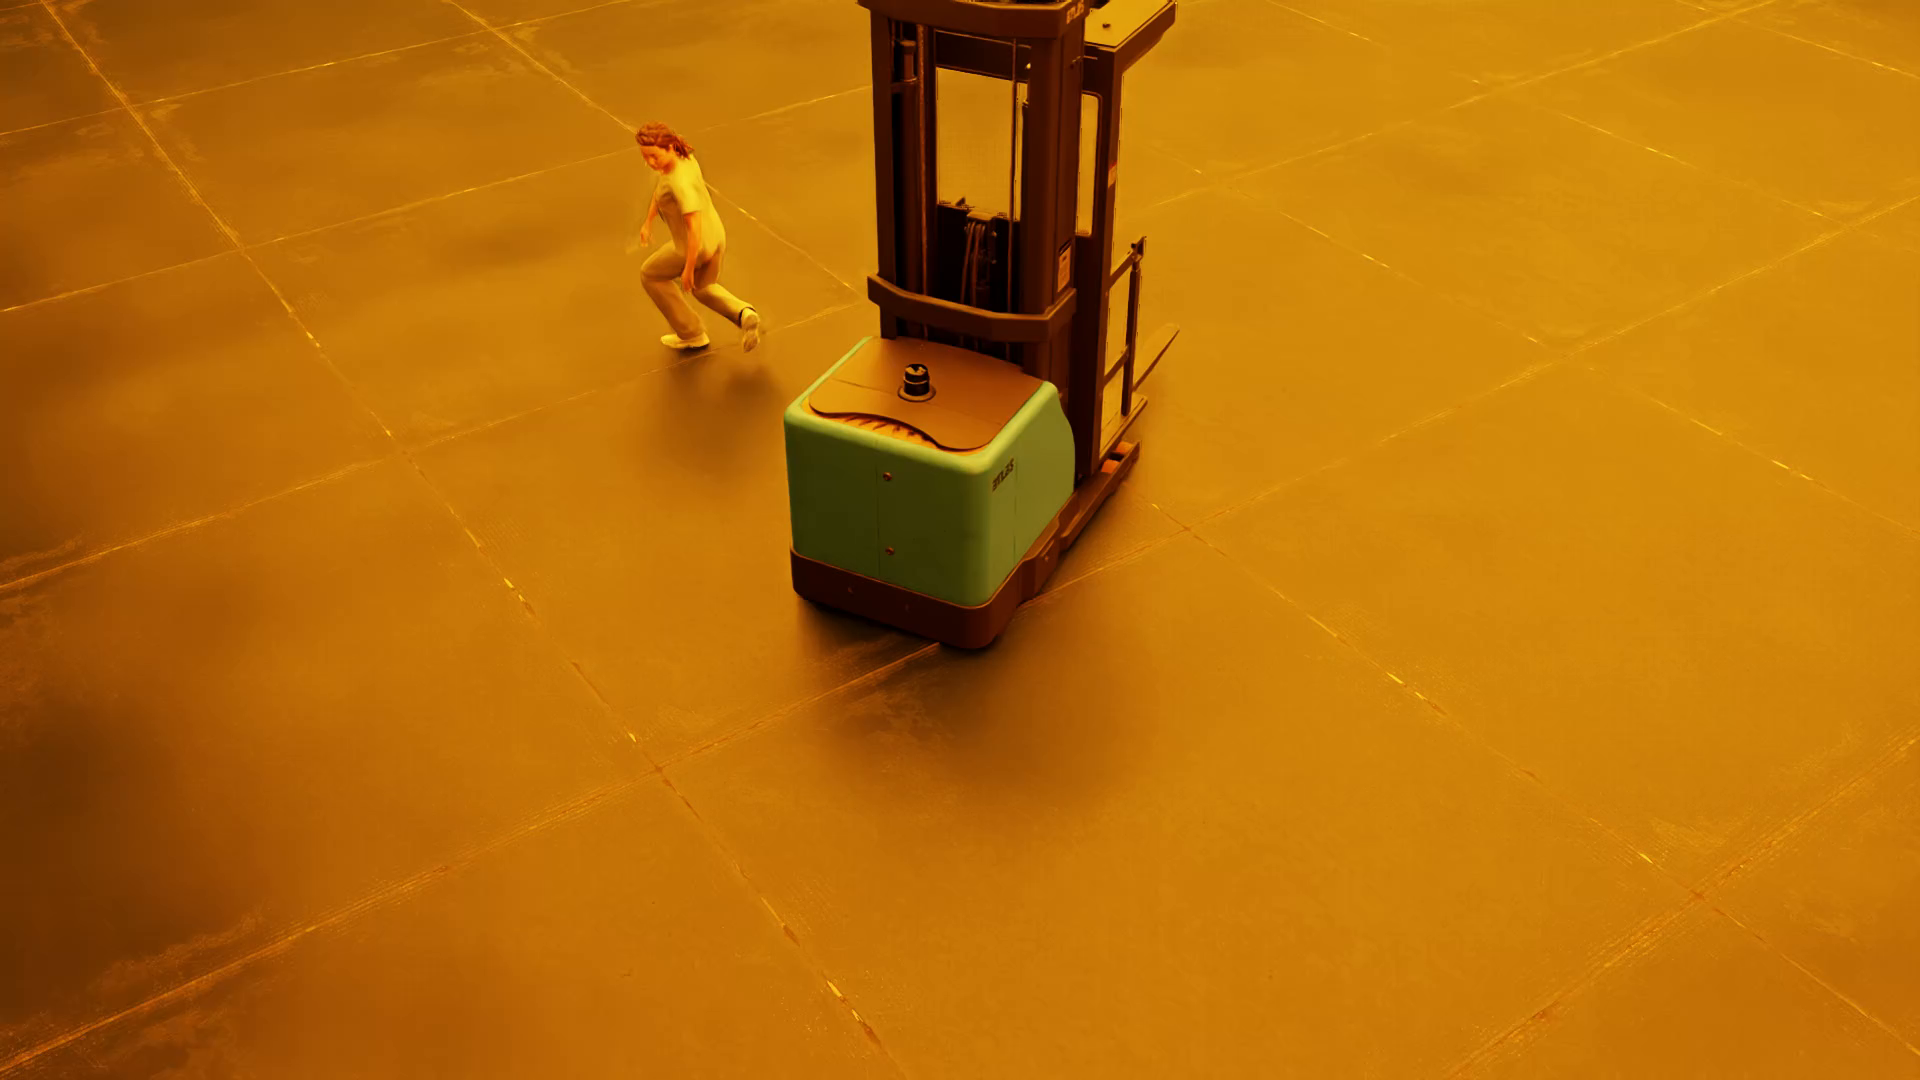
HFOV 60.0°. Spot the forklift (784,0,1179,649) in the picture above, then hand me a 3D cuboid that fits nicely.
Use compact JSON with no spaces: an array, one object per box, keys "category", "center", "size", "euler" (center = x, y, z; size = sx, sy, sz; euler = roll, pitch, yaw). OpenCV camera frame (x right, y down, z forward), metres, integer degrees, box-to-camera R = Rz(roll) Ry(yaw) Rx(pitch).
[{"category":"forklift","center":[0.307,-1.543,8.031],"size":[1.130,2.935,3.031],"euler":[17,40,21]}]

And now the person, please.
[{"category":"person","center":[-1.540,-1.700,9.523],"size":[0.776,1.459,0.569],"euler":[11,38,15]}]
